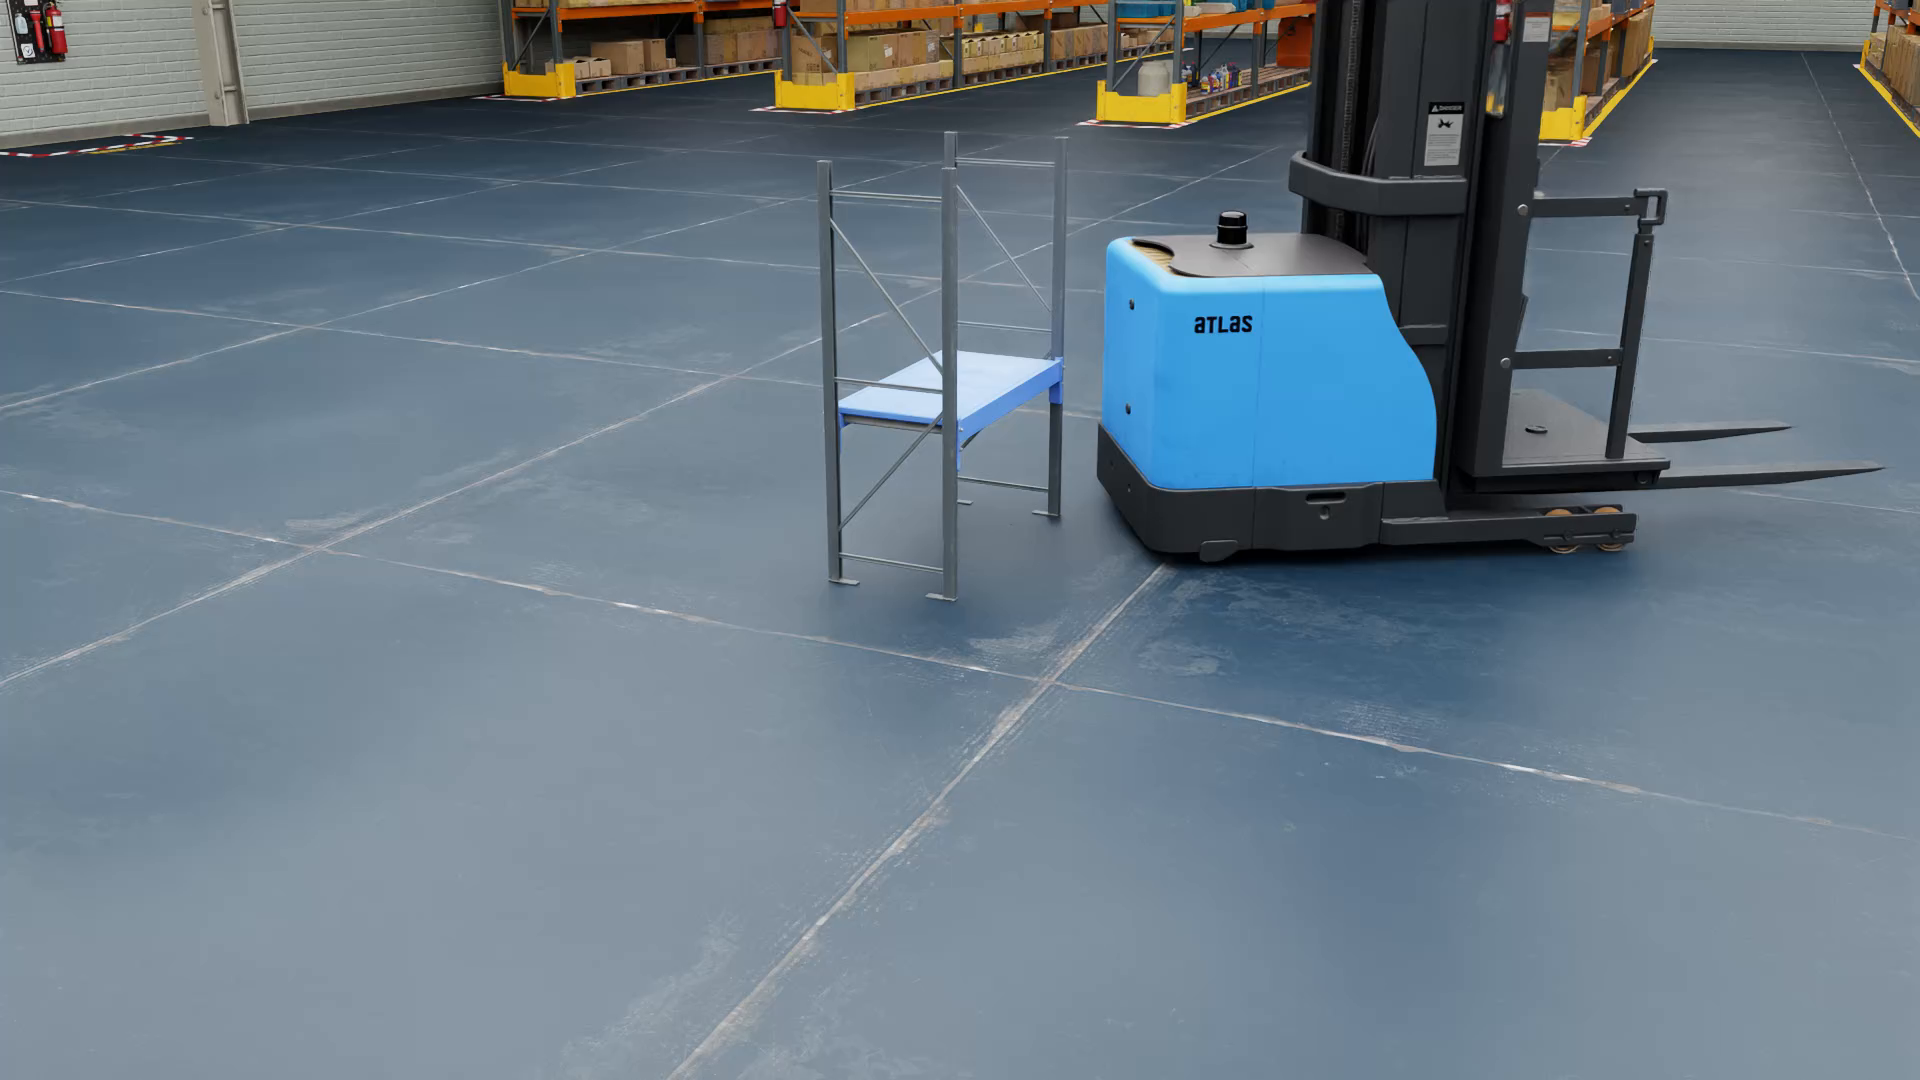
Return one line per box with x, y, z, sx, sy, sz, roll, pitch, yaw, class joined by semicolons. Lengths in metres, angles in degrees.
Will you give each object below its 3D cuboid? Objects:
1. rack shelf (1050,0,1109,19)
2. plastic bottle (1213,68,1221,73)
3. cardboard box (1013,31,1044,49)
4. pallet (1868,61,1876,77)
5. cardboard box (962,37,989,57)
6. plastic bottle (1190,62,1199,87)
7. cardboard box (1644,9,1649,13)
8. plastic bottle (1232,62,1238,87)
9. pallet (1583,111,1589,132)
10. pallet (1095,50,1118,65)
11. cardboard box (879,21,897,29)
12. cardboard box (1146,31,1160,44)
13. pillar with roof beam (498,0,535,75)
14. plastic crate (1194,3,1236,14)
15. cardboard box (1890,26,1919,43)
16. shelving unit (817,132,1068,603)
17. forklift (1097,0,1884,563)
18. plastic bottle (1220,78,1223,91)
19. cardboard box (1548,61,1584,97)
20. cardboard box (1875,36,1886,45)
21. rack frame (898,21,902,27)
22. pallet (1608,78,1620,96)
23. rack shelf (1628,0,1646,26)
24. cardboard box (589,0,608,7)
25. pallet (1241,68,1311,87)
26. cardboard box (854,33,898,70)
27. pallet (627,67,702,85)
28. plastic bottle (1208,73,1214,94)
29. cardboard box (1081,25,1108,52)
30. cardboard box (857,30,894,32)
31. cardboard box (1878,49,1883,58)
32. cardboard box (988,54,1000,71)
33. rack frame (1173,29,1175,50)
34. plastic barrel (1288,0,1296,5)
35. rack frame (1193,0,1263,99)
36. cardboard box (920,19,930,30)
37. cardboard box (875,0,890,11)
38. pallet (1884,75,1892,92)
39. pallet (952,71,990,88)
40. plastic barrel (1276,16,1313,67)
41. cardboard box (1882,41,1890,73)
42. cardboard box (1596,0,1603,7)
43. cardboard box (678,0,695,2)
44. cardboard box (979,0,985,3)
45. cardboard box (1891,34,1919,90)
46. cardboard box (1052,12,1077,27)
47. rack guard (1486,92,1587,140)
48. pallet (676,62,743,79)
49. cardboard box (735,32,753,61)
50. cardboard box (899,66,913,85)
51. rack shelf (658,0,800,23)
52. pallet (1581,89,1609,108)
2.007;-10.397;32.302;1.077;0.370;4.000;9;21;23;rack shelf
3.843;-6.863;24.698;0.152;0.276;0.135;9;21;23;plastic bottle
1.198;-9.098;30.213;0.500;0.311;0.500;9;22;24;cardboard box
17.087;-8.546;30.185;1.003;0.211;1.213;9;21;23;pallet
0.157;-8.313;28.008;0.500;0.311;0.500;8;21;22;cardboard box
3.490;-6.971;24.890;0.144;0.351;0.185;9;21;23;plastic bottle
12.574;-9.650;31.671;0.875;0.875;0.875;9;21;23;cardboard box
4.067;-6.944;24.815;0.144;0.351;0.185;8;21;21;plastic bottle
7.344;-5.272;20.978;1.003;0.211;1.213;9;21;23;pallet
2.528;-9.780;33.654;1.003;0.211;1.213;9;21;23;pallet
-1.842;-10.995;35.490;0.750;0.750;0.750;9;21;23;cardboard box
4.050;-10.996;36.358;0.500;0.250;0.500;9;21;23;cardboard box
-3.184;-10.927;23.763;9.100;9.000;0.400;9;21;23;pillar with roof beam
3.634;-7.566;23.660;0.530;0.136;0.437;9;21;23;plastic crate
15.587;-8.297;27.306;0.500;0.250;0.500;9;22;24;cardboard box
-0.035;-0.681;6.144;0.538;1.500;1.048;9;21;23;shelving unit
2.134;-1.502;6.318;3.031;2.935;1.130;-3;20;-7;forklift
3.763;-6.627;24.147;0.097;0.201;0.097;0;20;0;plastic bottle
8.158;-6.269;22.723;0.500;0.500;0.500;17;26;40;cardboard box
16.939;-9.115;30.362;0.380;0.149;0.250;9;21;24;cardboard box
-1.695;-12.026;35.809;1.000;3.000;0.127;9;21;23;rack frame
9.903;-7.212;26.433;1.003;0.211;1.213;9;21;23;pallet
11.043;-9.037;28.477;1.077;0.370;4.000;9;21;23;rack shelf
-5.919;-8.563;26.264;0.500;0.250;0.500;8;21;21;cardboard box
5.353;-7.899;28.364;1.003;0.211;1.213;9;21;23;pallet
-1.269;-7.376;25.091;0.500;0.500;0.500;9;21;23;cardboard box
-5.213;-8.057;28.808;1.003;0.211;1.213;9;21;23;pallet
3.566;-6.504;23.679;0.061;0.283;0.133;9;21;24;plastic bottle
2.676;-10.037;33.289;0.500;0.500;0.500;9;21;23;cardboard box
-1.335;-7.753;26.151;0.500;0.500;0.500;9;21;23;cardboard box
16.284;-8.495;29.063;0.380;0.149;0.250;7;21;20;cardboard box
0.362;-8.209;28.551;0.500;0.250;0.500;8;21;21;cardboard box
4.464;-12.571;37.339;1.000;3.000;0.127;9;21;23;rack frame
5.307;-9.024;27.200;0.421;0.512;0.421;0;20;0;plastic barrel
4.068;-8.221;25.110;1.000;3.000;0.127;9;21;23;rack frame
-1.086;-11.414;37.191;0.700;0.500;0.500;8;21;22;cardboard box
-1.466;-8.180;24.843;0.700;0.500;0.500;9;21;23;cardboard box
15.530;-7.350;26.820;1.003;0.211;1.213;9;21;23;pallet
-0.184;-7.819;28.140;1.003;0.211;1.213;9;21;23;pallet
5.891;-8.771;29.268;0.600;0.830;0.708;9;21;23;plastic barrel
15.801;-8.106;27.890;0.500;0.500;0.500;9;22;25;cardboard box
7.996;-7.285;21.884;0.875;0.500;0.500;9;21;23;cardboard box
-4.888;-9.333;28.430;0.500;0.250;0.500;9;21;23;cardboard box
0.095;-9.343;28.114;0.500;0.500;0.500;10;22;27;cardboard box
14.377;-7.017;24.454;1.050;0.750;0.750;8;21;22;cardboard box
1.996;-10.310;32.939;0.500;0.250;0.500;9;21;23;cardboard box
6.980;-5.164;20.245;1.175;0.500;0.348;9;21;23;rack guard
-4.653;-8.505;30.069;1.003;0.211;1.213;9;21;23;pallet
-4.273;-9.153;30.803;0.700;0.500;0.500;9;21;23;cardboard box
-1.049;-7.173;25.640;0.500;0.250;0.500;9;21;23;cardboard box
-4.152;-9.853;30.772;1.077;0.370;4.000;9;21;23;rack shelf
8.904;-6.466;24.336;1.003;0.211;1.213;9;21;23;pallet
